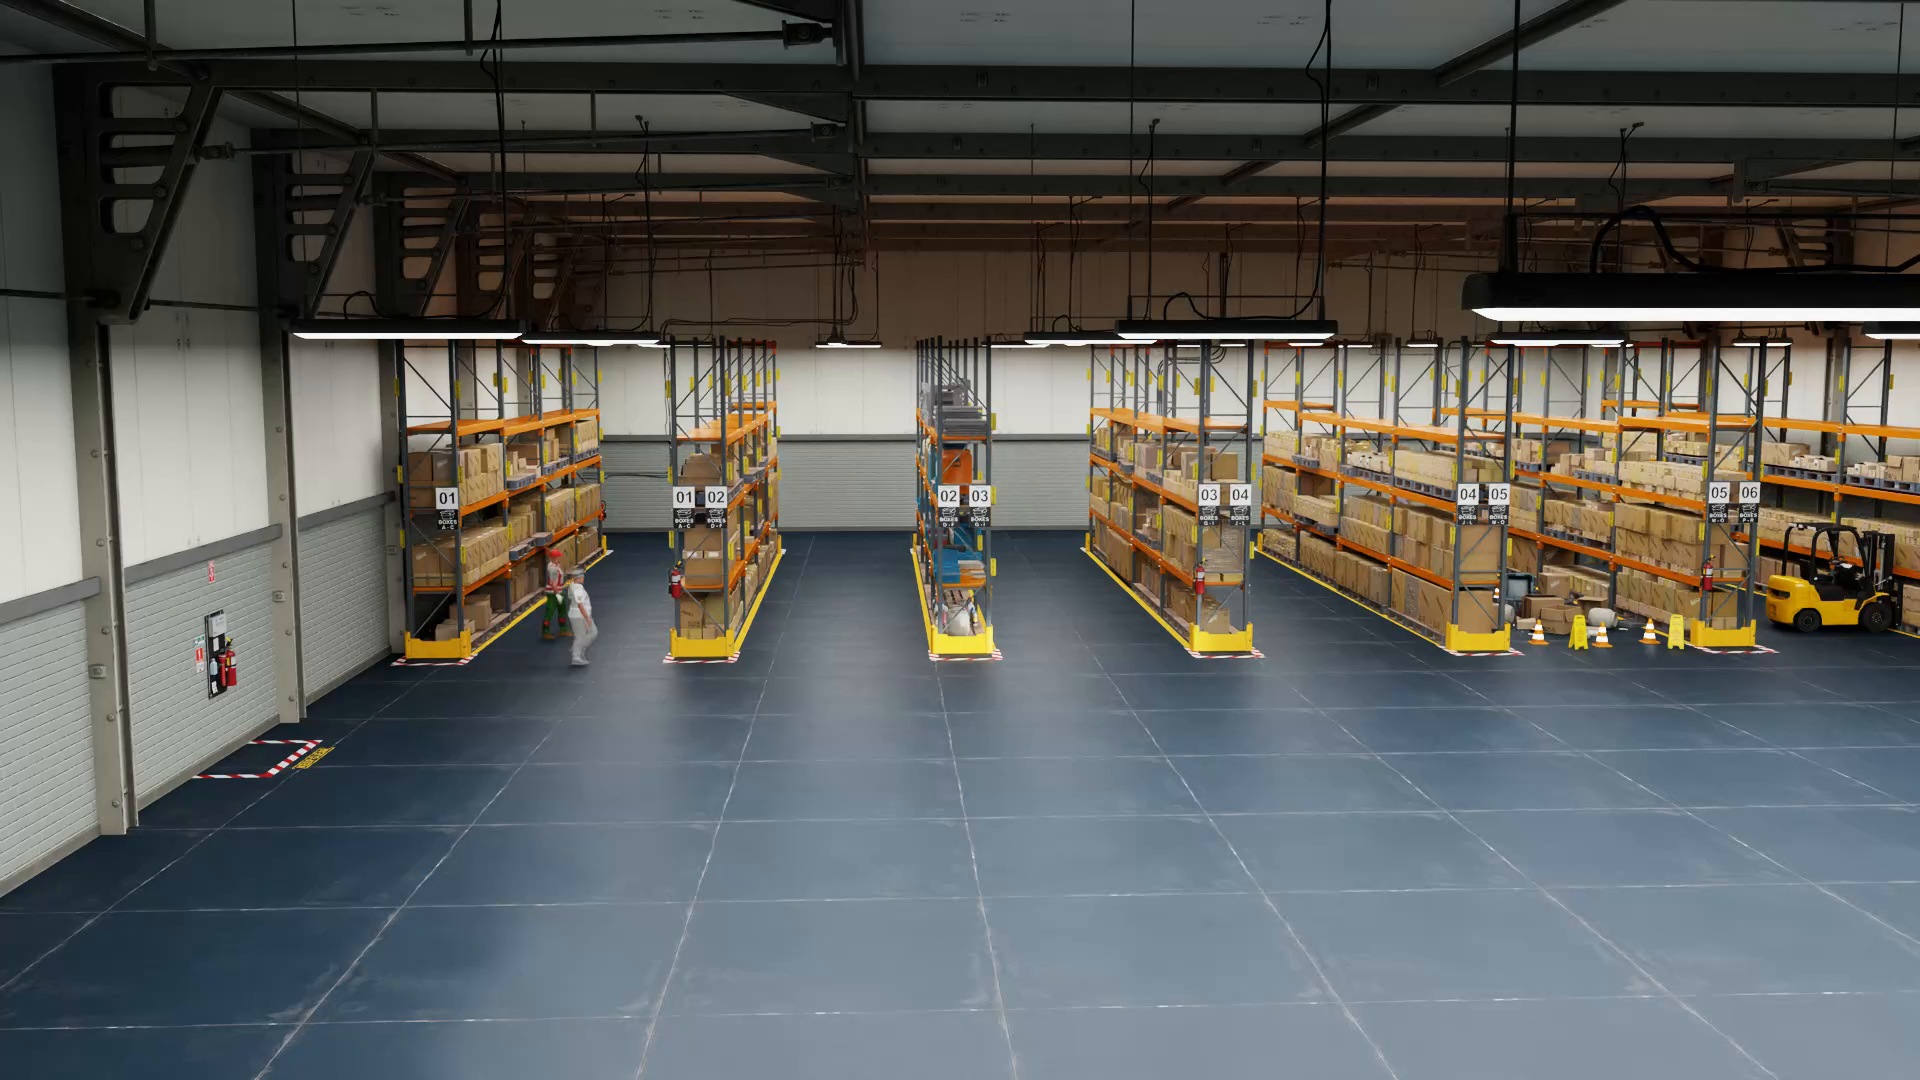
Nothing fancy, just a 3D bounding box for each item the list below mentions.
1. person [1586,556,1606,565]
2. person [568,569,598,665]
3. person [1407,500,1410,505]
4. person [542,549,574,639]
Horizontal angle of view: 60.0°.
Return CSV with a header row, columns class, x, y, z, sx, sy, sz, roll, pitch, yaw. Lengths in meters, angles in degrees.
class,x,y,z,sx,sy,sz,roll,pitch,yaw
person,17.170,-0.194,44.709,0.574,1.768,0.612,3,7,28
person,-6.906,1.412,30.232,0.506,1.768,0.553,1,7,7
person,13.562,-0.882,51.075,0.553,1.704,0.482,-3,7,-24
person,-8.062,1.081,33.241,0.521,1.821,0.686,0,7,4
